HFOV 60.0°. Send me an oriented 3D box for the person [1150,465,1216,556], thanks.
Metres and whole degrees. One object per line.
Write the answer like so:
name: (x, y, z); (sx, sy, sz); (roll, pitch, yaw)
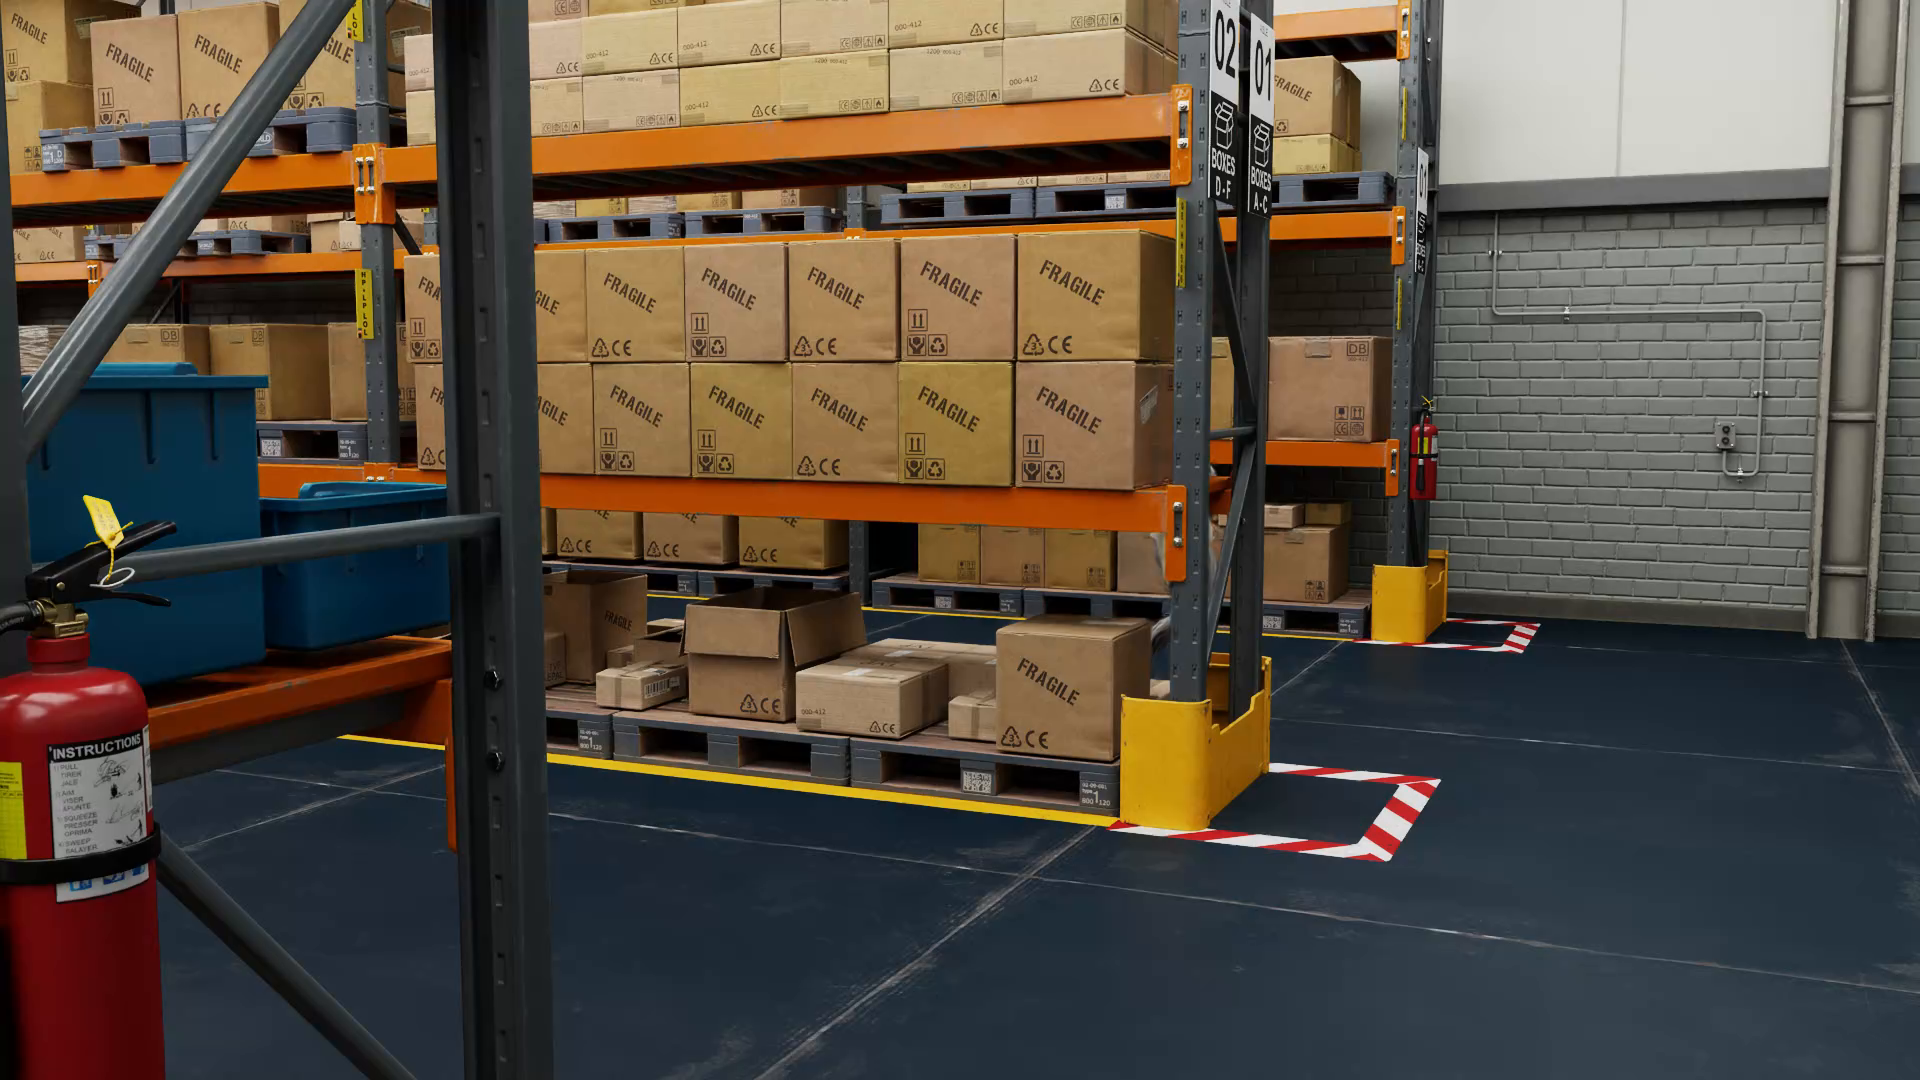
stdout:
person: (1.159, -0.244, 8.593); (0.301, 0.618, 0.486); (3, 7, 29)
